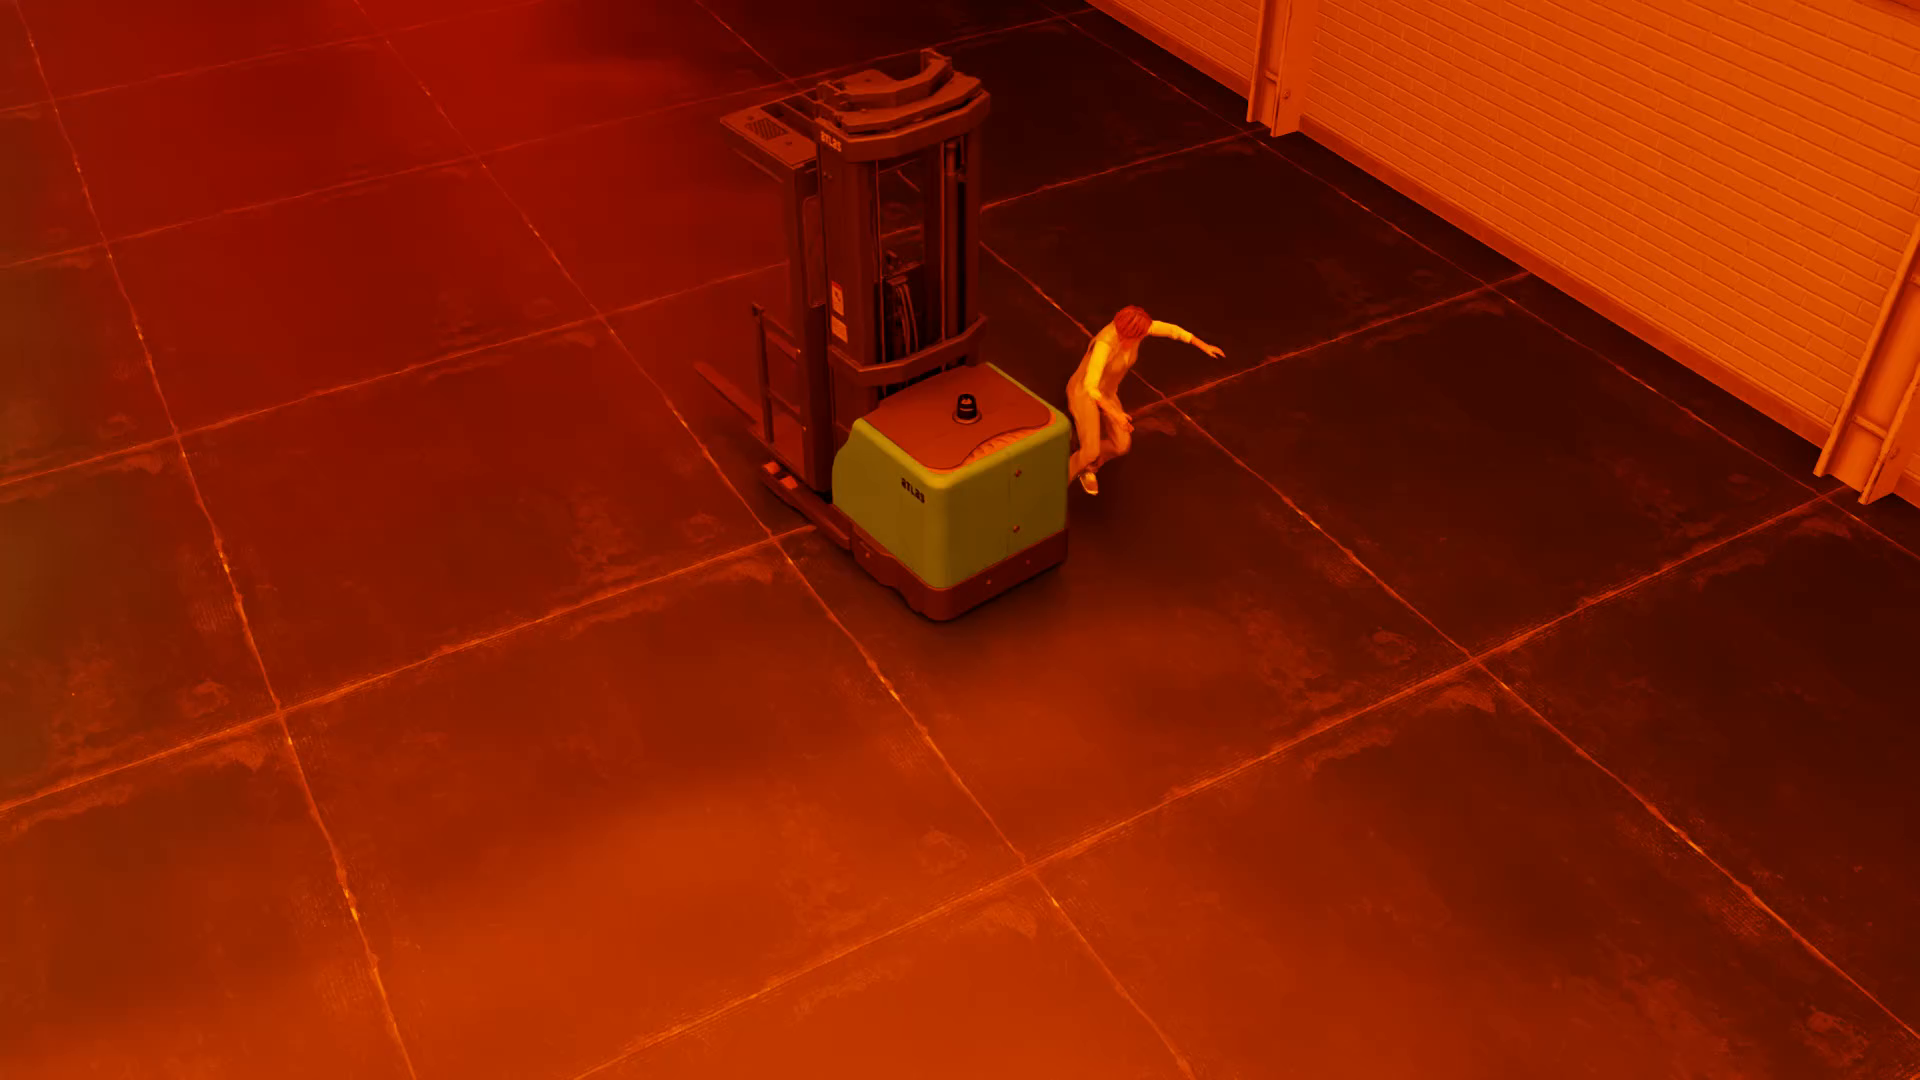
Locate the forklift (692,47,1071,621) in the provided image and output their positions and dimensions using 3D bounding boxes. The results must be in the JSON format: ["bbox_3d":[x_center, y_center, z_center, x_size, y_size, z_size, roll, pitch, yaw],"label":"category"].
[{"bbox_3d":[-0.650,-1.541,9.895,1.130,2.935,3.031,-27,47,-28],"label":"forklift"}]

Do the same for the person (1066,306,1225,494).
[{"bbox_3d":[0.941,-0.797,10.252,0.770,1.362,1.253,31,49,32],"label":"person"}]
